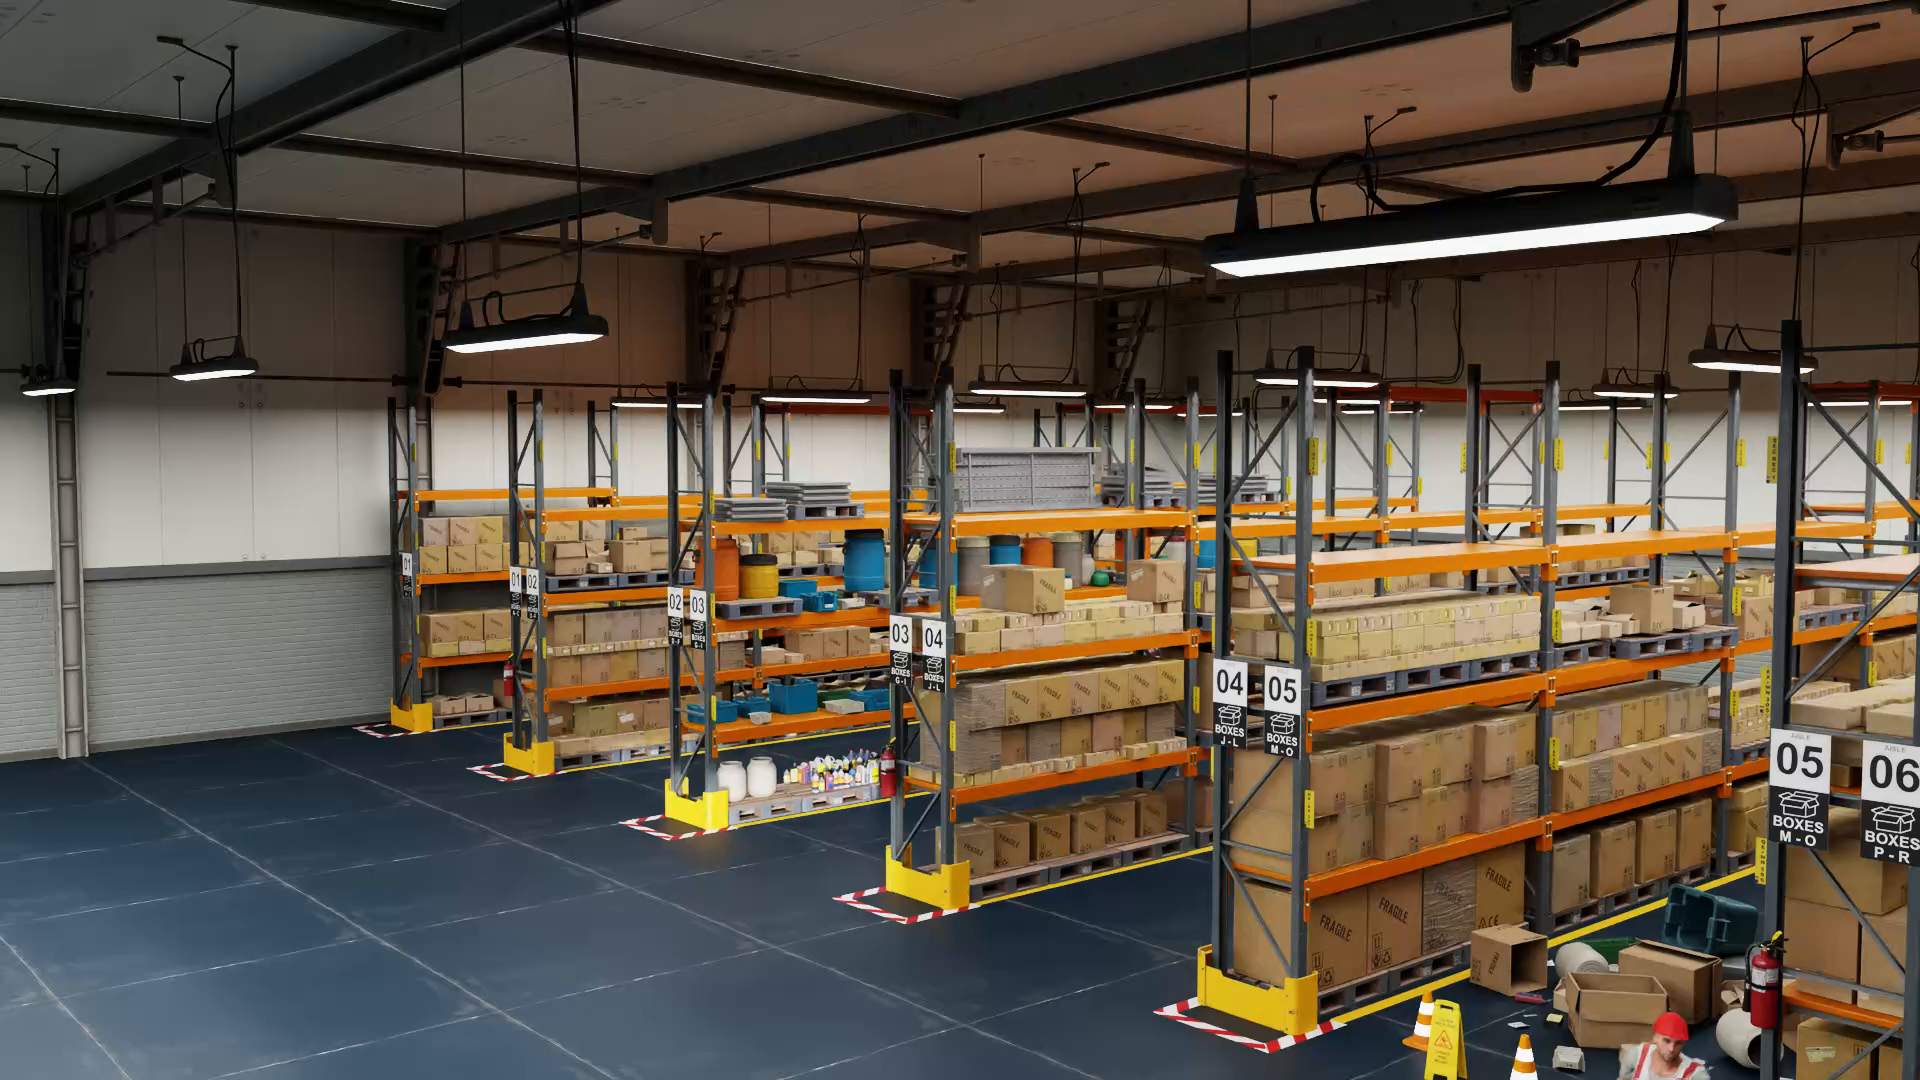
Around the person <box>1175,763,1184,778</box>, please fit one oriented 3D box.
[{"bbox_3d":[3.316,2.884,24.942,0.652,1.650,0.631,-2,4,-31],"label":"person"}]

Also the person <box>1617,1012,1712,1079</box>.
[{"bbox_3d":[4.330,3.699,10.285,0.770,1.726,0.778,3,4,39],"label":"person"}]
